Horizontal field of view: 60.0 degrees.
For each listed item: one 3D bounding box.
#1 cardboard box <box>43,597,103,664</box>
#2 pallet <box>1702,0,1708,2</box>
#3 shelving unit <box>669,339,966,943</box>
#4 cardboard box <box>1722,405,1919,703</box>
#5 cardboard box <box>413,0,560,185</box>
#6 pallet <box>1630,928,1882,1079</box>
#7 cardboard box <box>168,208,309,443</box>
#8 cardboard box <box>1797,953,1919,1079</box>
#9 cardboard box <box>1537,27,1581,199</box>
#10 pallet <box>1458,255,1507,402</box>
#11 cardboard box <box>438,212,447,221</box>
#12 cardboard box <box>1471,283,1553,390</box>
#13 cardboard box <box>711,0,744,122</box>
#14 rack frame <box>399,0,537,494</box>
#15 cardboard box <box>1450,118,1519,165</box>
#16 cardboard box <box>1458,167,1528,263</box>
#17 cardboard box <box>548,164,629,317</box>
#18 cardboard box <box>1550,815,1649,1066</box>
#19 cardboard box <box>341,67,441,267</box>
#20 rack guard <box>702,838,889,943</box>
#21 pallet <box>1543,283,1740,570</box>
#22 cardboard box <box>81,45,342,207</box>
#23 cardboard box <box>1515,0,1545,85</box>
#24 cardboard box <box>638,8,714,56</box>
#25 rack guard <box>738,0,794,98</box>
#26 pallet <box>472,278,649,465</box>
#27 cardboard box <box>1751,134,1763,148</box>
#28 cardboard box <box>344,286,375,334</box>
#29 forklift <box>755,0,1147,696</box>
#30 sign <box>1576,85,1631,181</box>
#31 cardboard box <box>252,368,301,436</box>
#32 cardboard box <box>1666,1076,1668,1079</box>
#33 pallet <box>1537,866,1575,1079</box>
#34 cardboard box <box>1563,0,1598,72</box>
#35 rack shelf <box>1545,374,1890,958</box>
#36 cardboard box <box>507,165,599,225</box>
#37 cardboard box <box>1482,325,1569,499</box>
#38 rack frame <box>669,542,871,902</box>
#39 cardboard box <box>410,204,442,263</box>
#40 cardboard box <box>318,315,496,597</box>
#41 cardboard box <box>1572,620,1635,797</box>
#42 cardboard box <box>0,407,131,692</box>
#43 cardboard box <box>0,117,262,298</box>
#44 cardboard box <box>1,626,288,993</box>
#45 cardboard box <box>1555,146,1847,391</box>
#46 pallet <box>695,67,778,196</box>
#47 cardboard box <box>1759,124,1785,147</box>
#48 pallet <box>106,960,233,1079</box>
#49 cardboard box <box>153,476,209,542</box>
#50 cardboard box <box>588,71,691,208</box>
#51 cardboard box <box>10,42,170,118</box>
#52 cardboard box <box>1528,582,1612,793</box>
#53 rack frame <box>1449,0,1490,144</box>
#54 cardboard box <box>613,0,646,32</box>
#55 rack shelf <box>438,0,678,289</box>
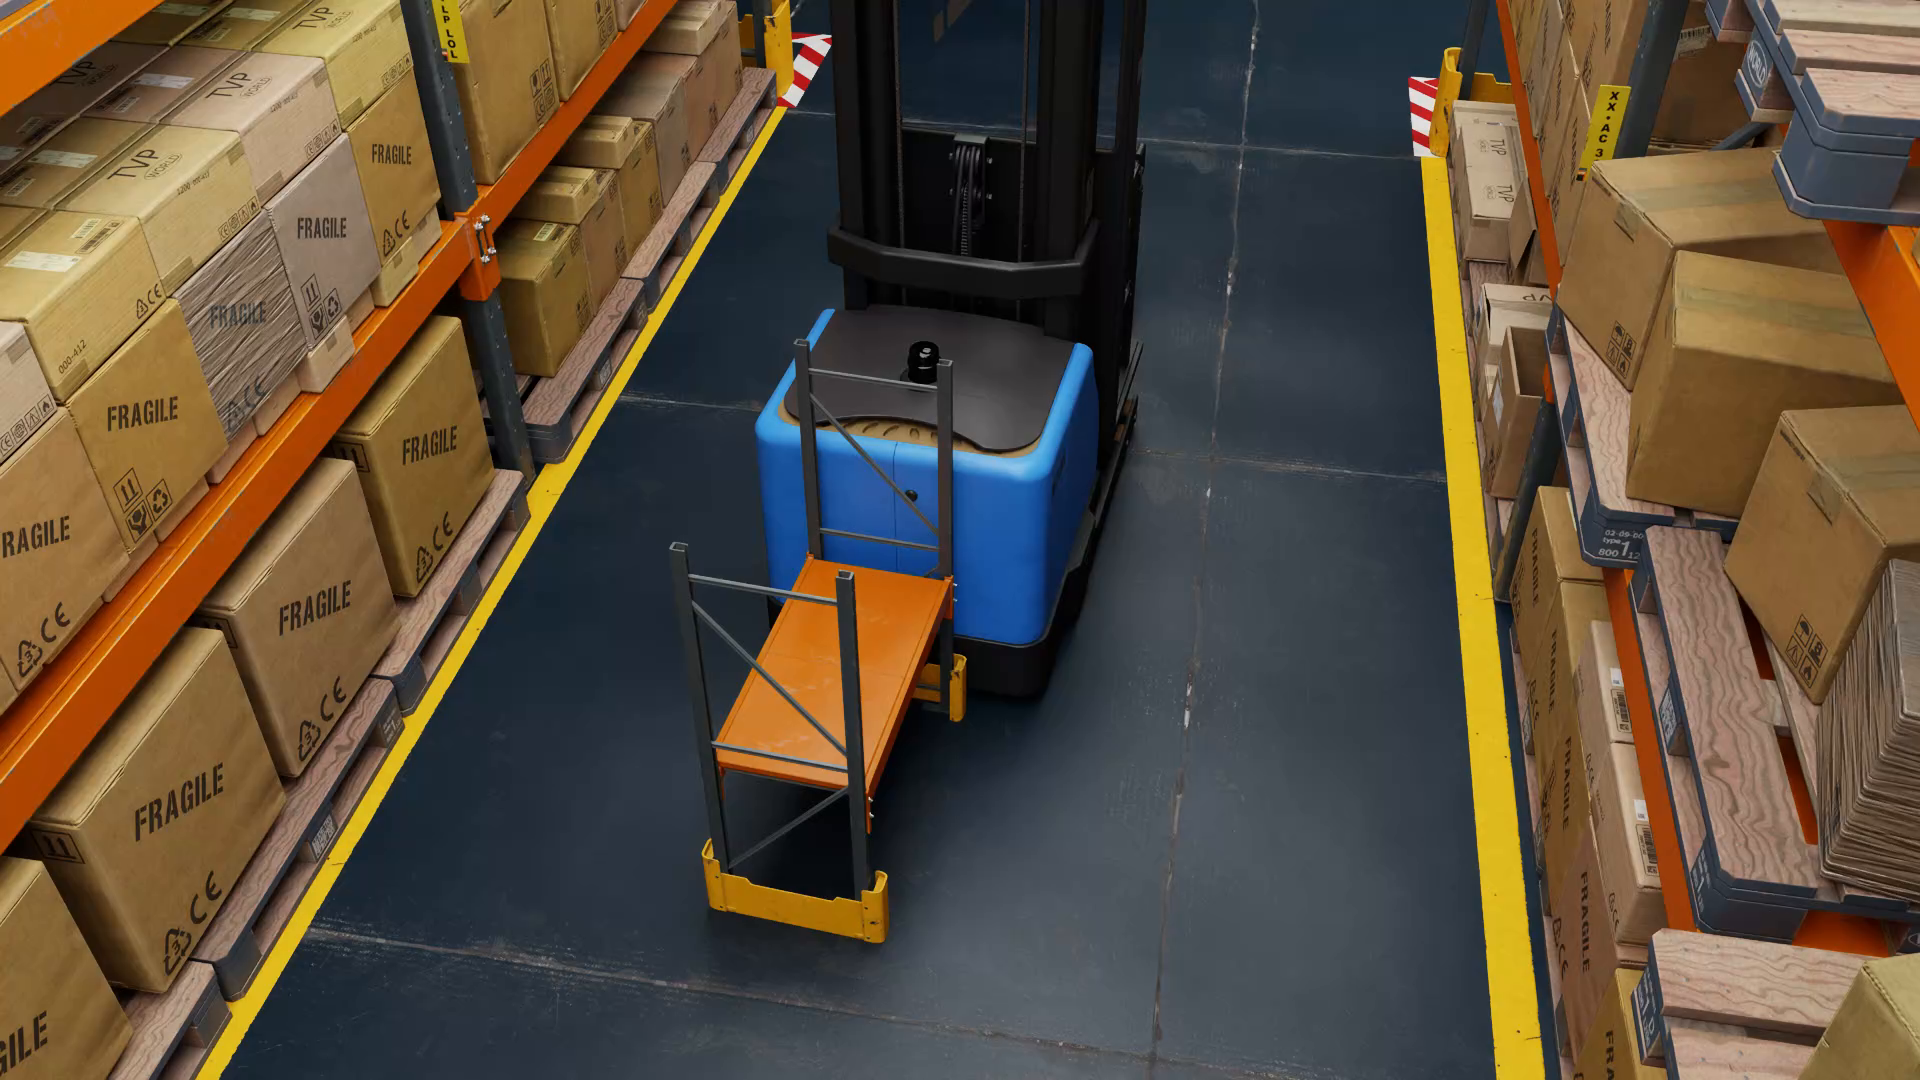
[{"bbox_3d":[-2.515,0.169,4.373,0.380,0.149,0.250,7,40,8],"label":"cardboard box"},{"bbox_3d":[2.395,-1.577,4.097,1.213,0.211,1.003,6,40,8],"label":"pallet"},{"bbox_3d":[-0.391,0.312,5.196,0.587,1.500,1.083,9,40,11],"label":"shelving unit"},{"bbox_3d":[2.332,0.020,3.964,0.700,0.500,0.500,-3,40,-4],"label":"cardboard box"},{"bbox_3d":[-2.193,-1.893,6.451,0.980,0.700,0.700,7,40,8],"label":"cardboard box"},{"bbox_3d":[1.932,1.256,3.027,1.213,0.211,1.003,6,40,8],"label":"pallet"},{"bbox_3d":[-2.309,-0.647,4.851,0.500,0.500,0.500,6,40,8],"label":"cardboard box"},{"bbox_3d":[1.882,1.007,2.770,0.700,0.500,0.500,-6,40,-7],"label":"cardboard box"},{"bbox_3d":[2.498,-1.599,6.252,0.500,0.500,0.500,7,40,9],"label":"cardboard box"},{"bbox_3d":[2.905,-1.019,7.817,1.003,0.211,1.213,6,40,8],"label":"pallet"},{"bbox_3d":[-2.293,-1.277,7.063,0.380,0.149,0.250,6,40,7],"label":"cardboard box"},{"bbox_3d":[2.525,-0.888,7.235,0.500,0.311,0.500,6,40,8],"label":"cardboard box"},{"bbox_3d":[-1.634,-2.698,9.291,0.700,0.500,0.500,6,40,8],"label":"cardboard box"},{"bbox_3d":[-2.303,-1.439,6.137,1.000,3.000,0.127,6,40,8],"label":"rack frame"},{"bbox_3d":[2.814,-2.101,8.816,0.380,0.166,0.250,6,40,8],"label":"cardboard box"},{"bbox_3d":[2.722,-1.578,8.117,0.500,0.250,0.500,6,40,8],"label":"cardboard box"},{"bbox_3d":[-1.983,-1.411,7.734,0.700,0.500,0.500,6,40,7],"label":"cardboard box"},{"bbox_3d":[1.990,1.141,4.632,0.500,0.500,0.500,5,40,6],"label":"cardboard box"},{"bbox_3d":[-2.135,-1.282,5.620,0.500,0.500,0.500,6,40,7],"label":"cardboard box"},{"bbox_3d":[-0.514,1.101,5.222,0.587,0.250,0.087,9,40,11],"label":"rack guard"},{"bbox_3d":[2.331,-0.332,4.948,1.003,0.211,1.213,6,40,8],"label":"pallet"},{"bbox_3d":[-2.230,-1.248,4.989,0.500,0.250,0.500,7,40,9],"label":"cardboard box"},{"bbox_3d":[2.670,-2.242,7.029,0.500,0.500,0.500,7,40,8],"label":"cardboard box"},{"bbox_3d":[-1.520,-2.686,8.768,0.380,0.149,0.250,7,40,9],"label":"cardboard box"},{"bbox_3d":[-1.607,-3.001,9.988,1.175,0.500,0.348,6,40,8],"label":"rack guard"},{"bbox_3d":[-2.094,-0.833,7.592,1.003,0.211,1.213,6,40,8],"label":"pallet"},{"bbox_3d":[2.933,-1.224,5.797,0.500,0.500,0.500,7,40,9],"label":"cardboard box"},{"bbox_3d":[-2.192,-0.788,5.531,0.380,0.149,0.250,8,40,9],"label":"cardboard box"},{"bbox_3d":[0.157,-1.518,6.286,1.130,2.935,3.031,9,40,11],"label":"forklift"},{"bbox_3d":[2.041,-1.284,5.269,0.100,0.325,0.005,6,40,8],"label":"sign"},{"bbox_3d":[-2.288,-0.470,5.146,0.380,0.149,0.250,6,40,8],"label":"cardboard box"},{"bbox_3d":[1.821,1.471,3.644,0.500,0.250,0.500,8,40,9],"label":"cardboard box"},{"bbox_3d":[2.264,1.462,4.816,1.003,0.211,1.213,6,40,8],"label":"pallet"},{"bbox_3d":[2.495,-1.987,5.936,0.500,0.500,0.500,6,40,7],"label":"cardboard box"},{"bbox_3d":[2.230,0.637,4.190,1.077,0.370,4.000,6,40,8],"label":"rack shelf"},{"bbox_3d":[-1.834,-1.540,7.382,0.380,0.149,0.250,8,40,9],"label":"cardboard box"},{"bbox_3d":[2.396,-0.490,6.605,0.500,0.500,0.500,6,40,8],"label":"cardboard box"},{"bbox_3d":[-0.519,0.631,4.810,0.500,1.500,0.032,9,40,11],"label":"rack frame"},{"bbox_3d":[-2.083,-1.107,5.916,0.380,0.149,0.250,7,40,8],"label":"cardboard box"},{"bbox_3d":[-2.288,-0.350,6.177,0.750,0.750,0.750,7,40,8],"label":"cardboard box"},{"bbox_3d":[2.080,0.514,4.802,0.500,0.250,0.500,6,40,8],"label":"cardboard box"},{"bbox_3d":[-2.472,-0.005,4.075,0.500,0.500,0.500,6,40,7],"label":"cardboard box"},{"bbox_3d":[-2.318,-0.928,4.602,0.500,0.250,0.500,7,40,9],"label":"cardboard box"},{"bbox_3d":[-2.581,0.742,4.856,0.750,0.750,0.750,6,40,7],"label":"cardboard box"},{"bbox_3d":[2.274,-0.823,4.983,0.700,0.500,0.500,-6,40,-7],"label":"cardboard box"},{"bbox_3d":[-1.672,-2.364,9.444,1.003,0.211,1.213,6,40,8],"label":"pallet"},{"bbox_3d":[2.935,-1.584,5.448,0.500,0.500,0.500,7,40,9],"label":"cardboard box"},{"bbox_3d":[-2.785,1.659,4.577,1.003,0.211,1.213,6,40,8],"label":"pallet"},{"bbox_3d":[-2.403,-0.149,4.757,0.380,0.149,0.250,8,40,9],"label":"cardboard box"},{"bbox_3d":[-1.806,-2.068,8.529,0.700,0.500,0.500,5,40,6],"label":"cardboard box"},{"bbox_3d":[-2.723,-1.300,5.052,0.500,0.250,0.500,7,40,8],"label":"cardboard box"},{"bbox_3d":[2.171,0.511,5.394,0.500,0.500,0.500,7,40,8],"label":"cardboard box"},{"bbox_3d":[3.269,-3.406,8.515,1.000,3.000,0.127,6,40,8],"label":"rack frame"},{"bbox_3d":[-1.945,-2.809,7.558,0.980,0.700,0.700,5,40,6],"label":"cardboard box"},{"bbox_3d":[-1.957,-2.417,7.884,1.077,0.370,4.000,6,40,8],"label":"rack shelf"}]
